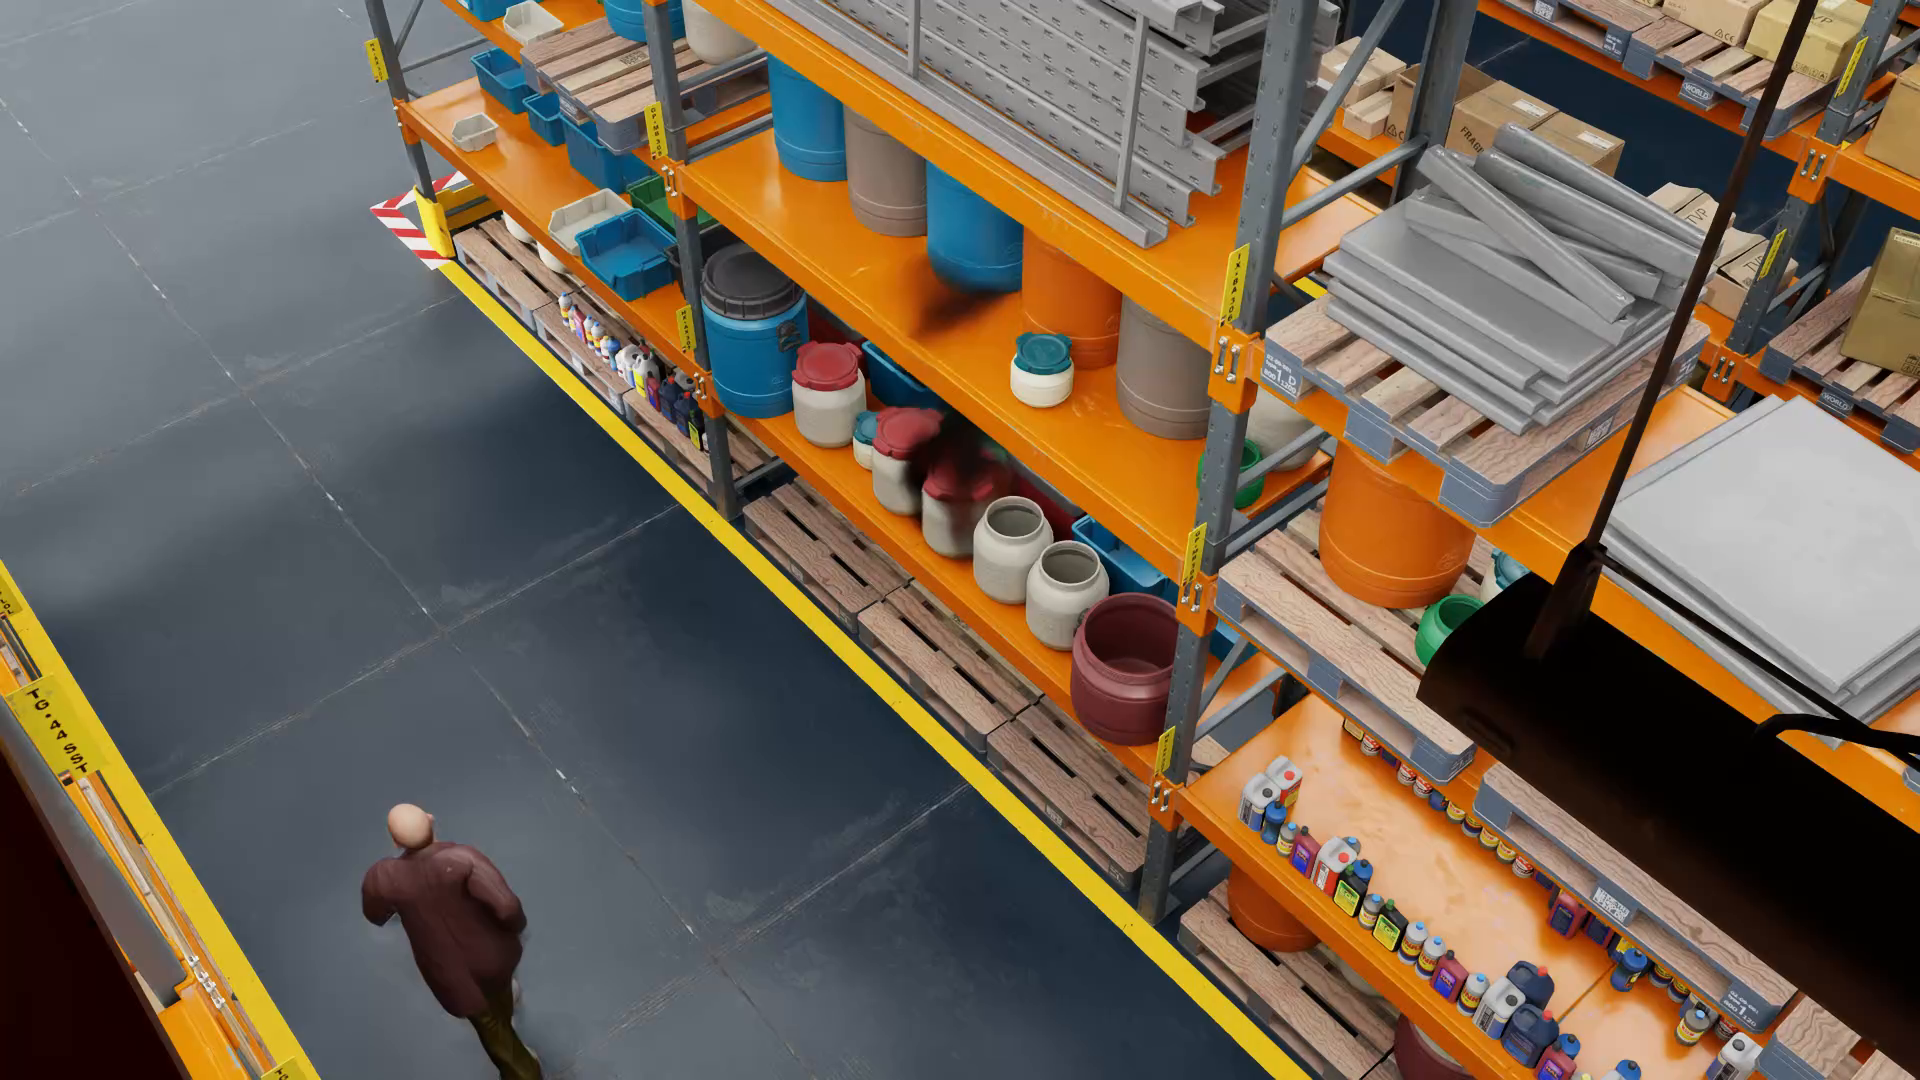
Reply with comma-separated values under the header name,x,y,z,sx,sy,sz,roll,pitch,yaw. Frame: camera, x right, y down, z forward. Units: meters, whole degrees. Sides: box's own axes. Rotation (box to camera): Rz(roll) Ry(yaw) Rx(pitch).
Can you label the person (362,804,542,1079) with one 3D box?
name,x,y,z,sx,sy,sz,roll,pitch,yaw
person,-2.278,1.909,7.612,0.662,1.814,0.958,-17,49,-16
